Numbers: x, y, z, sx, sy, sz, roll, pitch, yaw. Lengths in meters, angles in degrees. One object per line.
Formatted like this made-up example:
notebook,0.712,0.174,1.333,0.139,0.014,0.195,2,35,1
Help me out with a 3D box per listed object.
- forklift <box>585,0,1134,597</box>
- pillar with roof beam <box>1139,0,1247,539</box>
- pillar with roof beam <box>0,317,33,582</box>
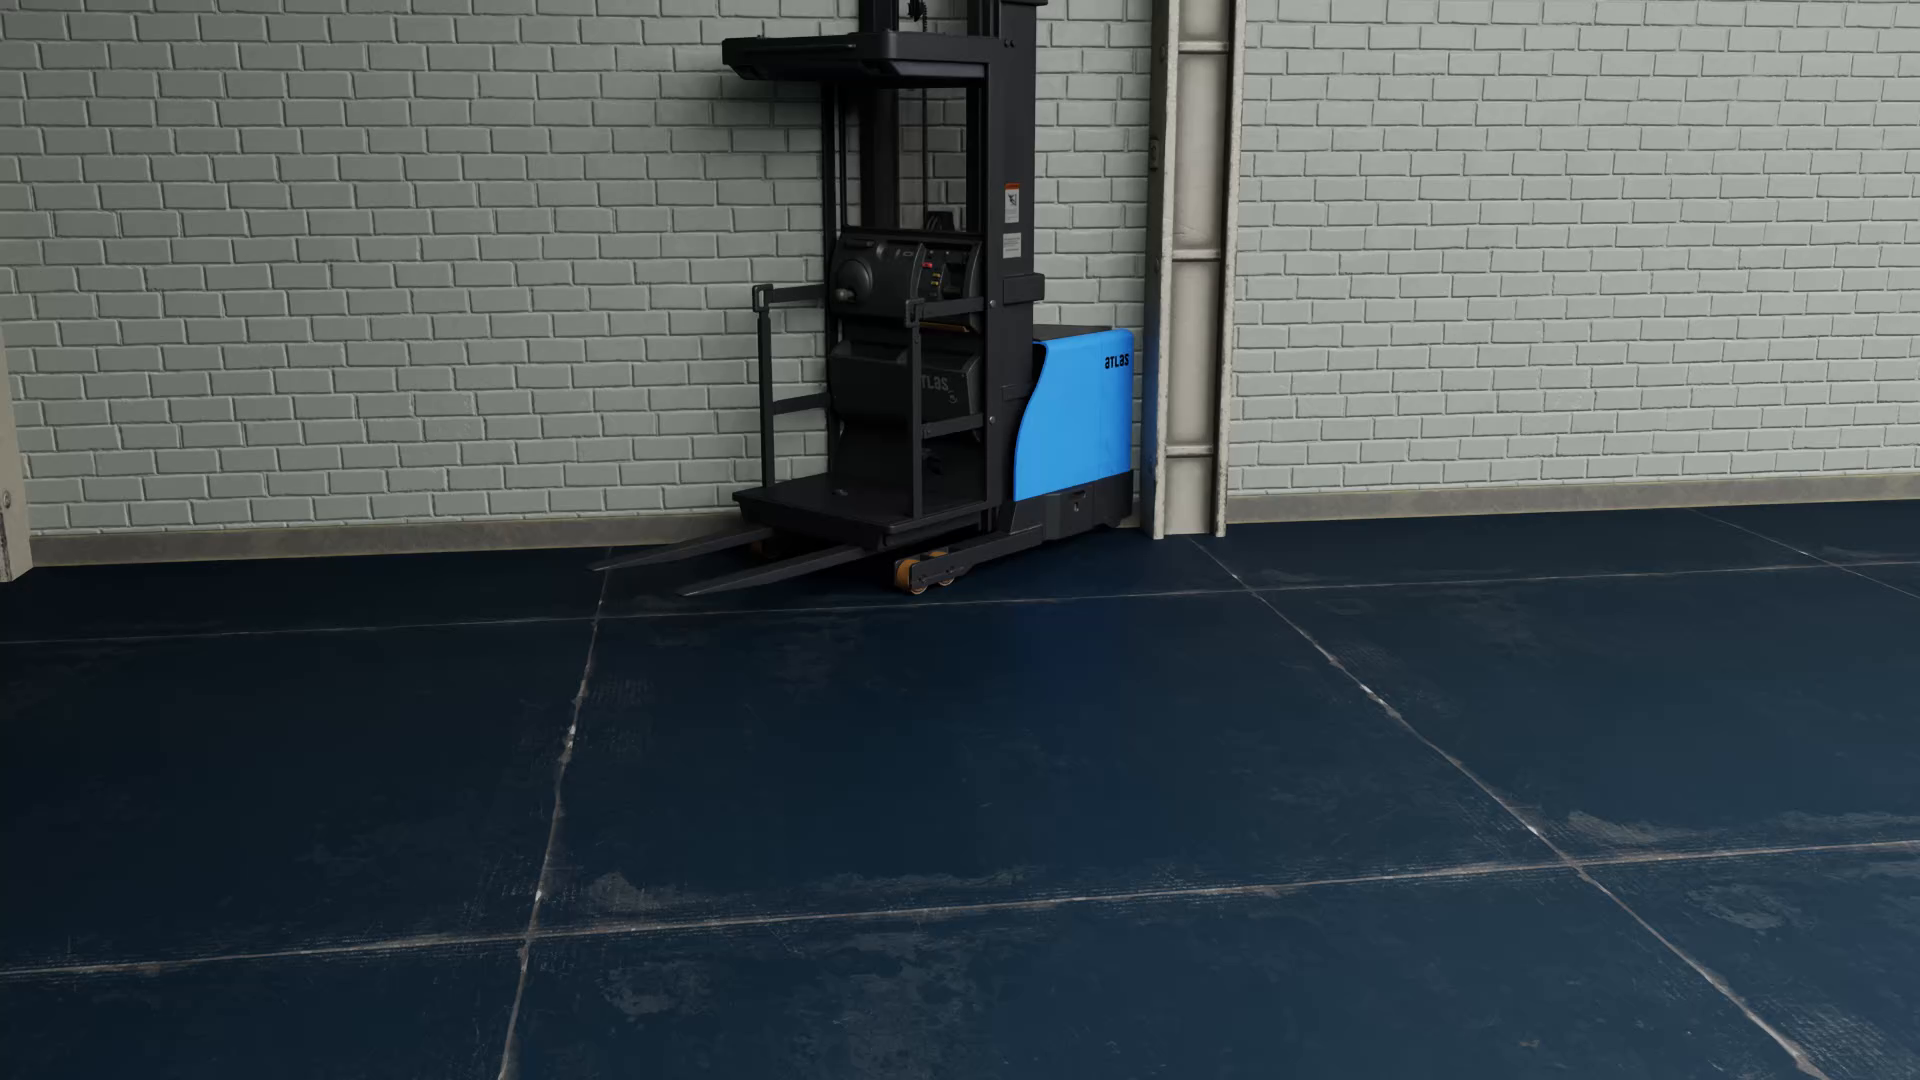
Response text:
forklift,-0.408,-1.307,7.907,1.130,2.935,3.031,12,18,39
pillar with roof beam,1.829,-3.378,3.692,0.400,9.000,9.100,-2,14,-8
pillar with roof beam,-4.104,-3.161,2.825,0.400,9.000,9.100,-2,14,-8
